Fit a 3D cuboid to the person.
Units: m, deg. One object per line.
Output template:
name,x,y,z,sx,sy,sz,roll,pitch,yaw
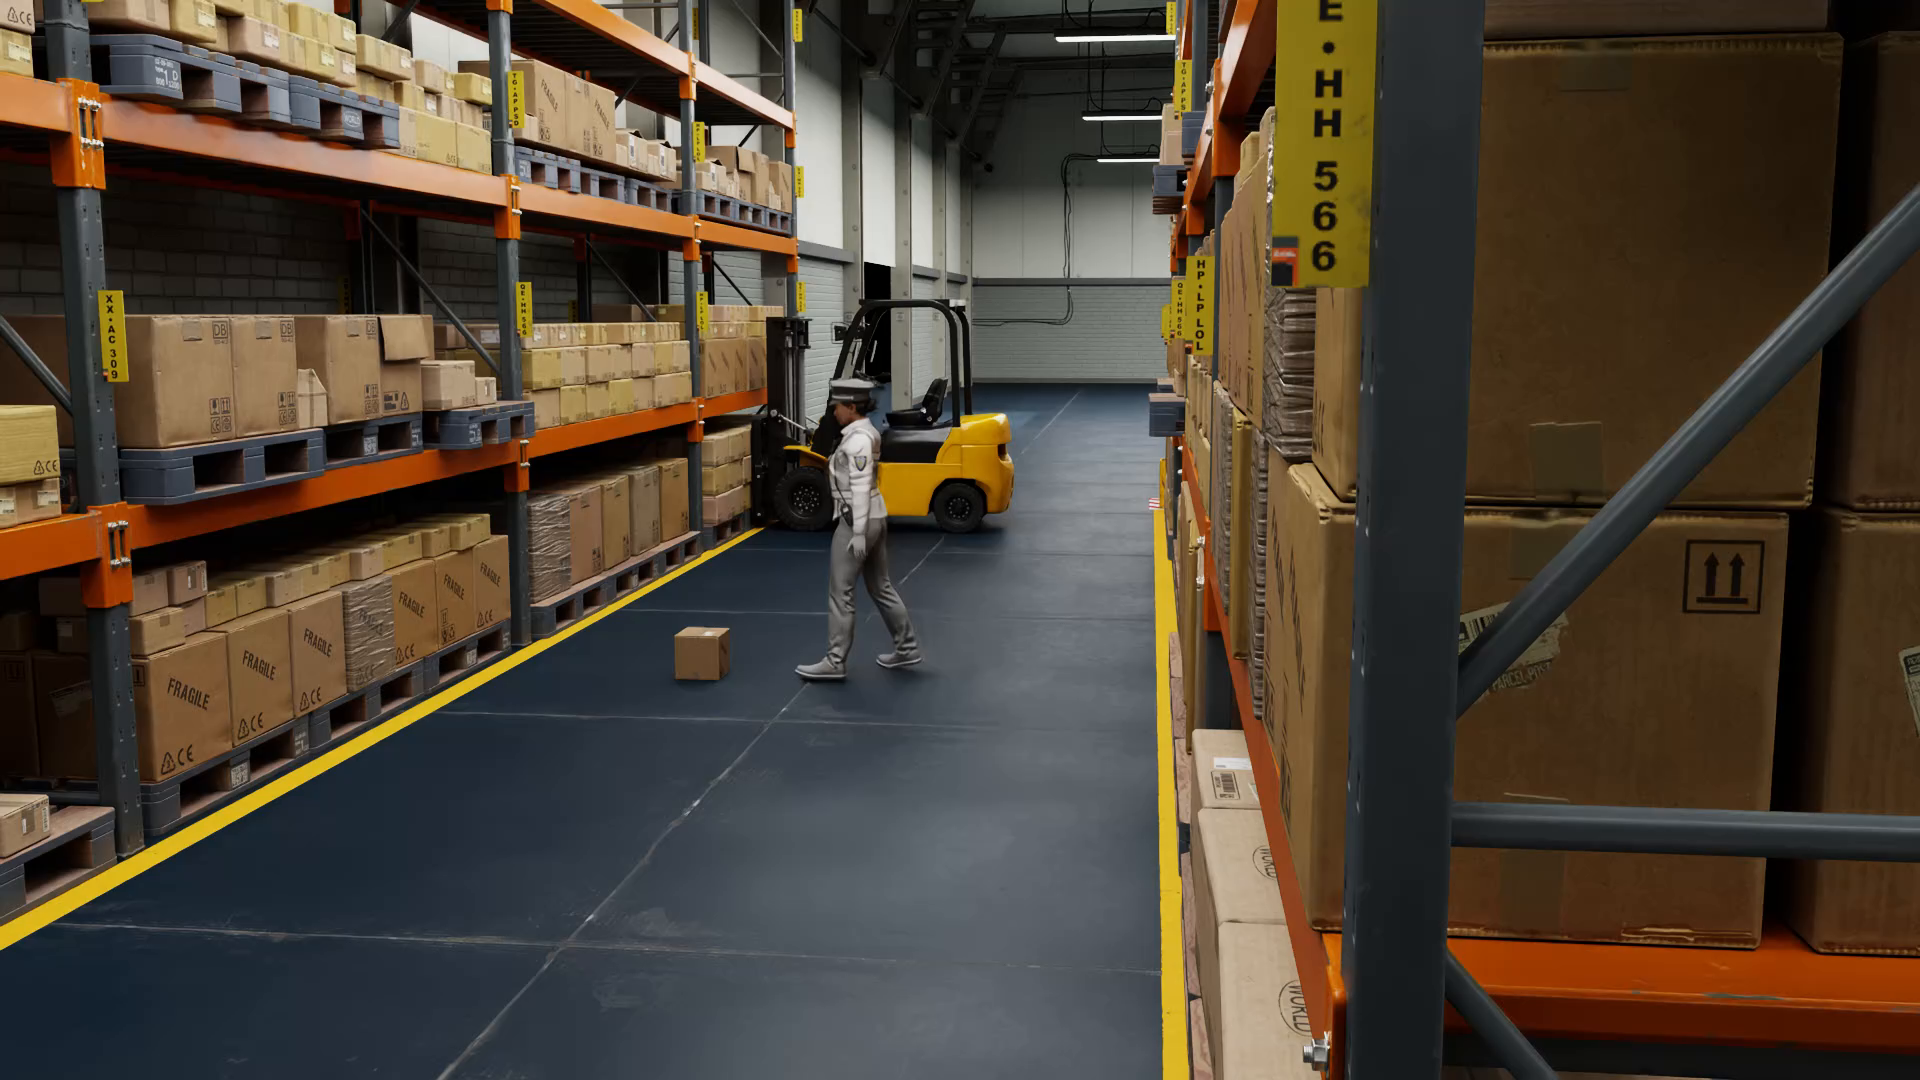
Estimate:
person,-0.567,-0.067,9.236,0.668,1.653,0.505,1,8,8
